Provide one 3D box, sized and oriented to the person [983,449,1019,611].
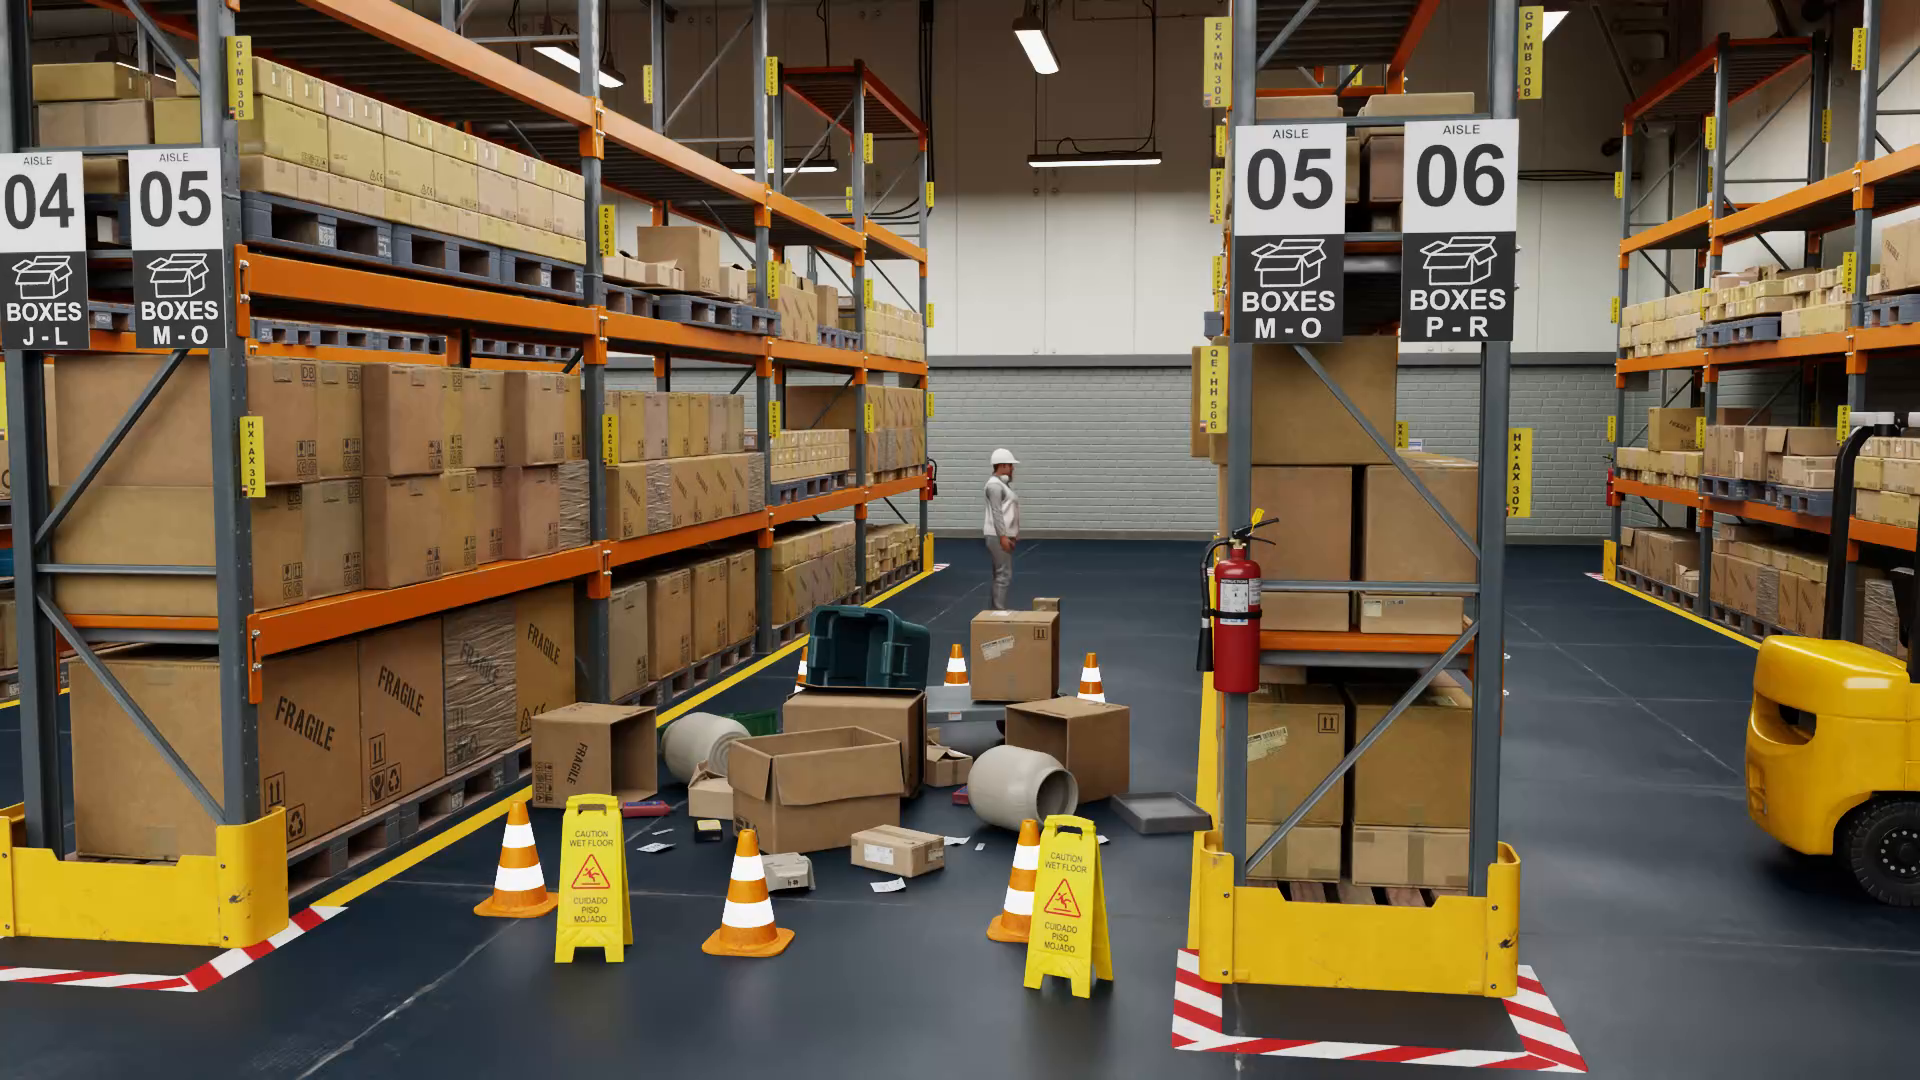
[{"bbox_3d":[0.440,-0.037,16.930,0.392,1.778,0.536,1,4,10],"label":"person"}]
